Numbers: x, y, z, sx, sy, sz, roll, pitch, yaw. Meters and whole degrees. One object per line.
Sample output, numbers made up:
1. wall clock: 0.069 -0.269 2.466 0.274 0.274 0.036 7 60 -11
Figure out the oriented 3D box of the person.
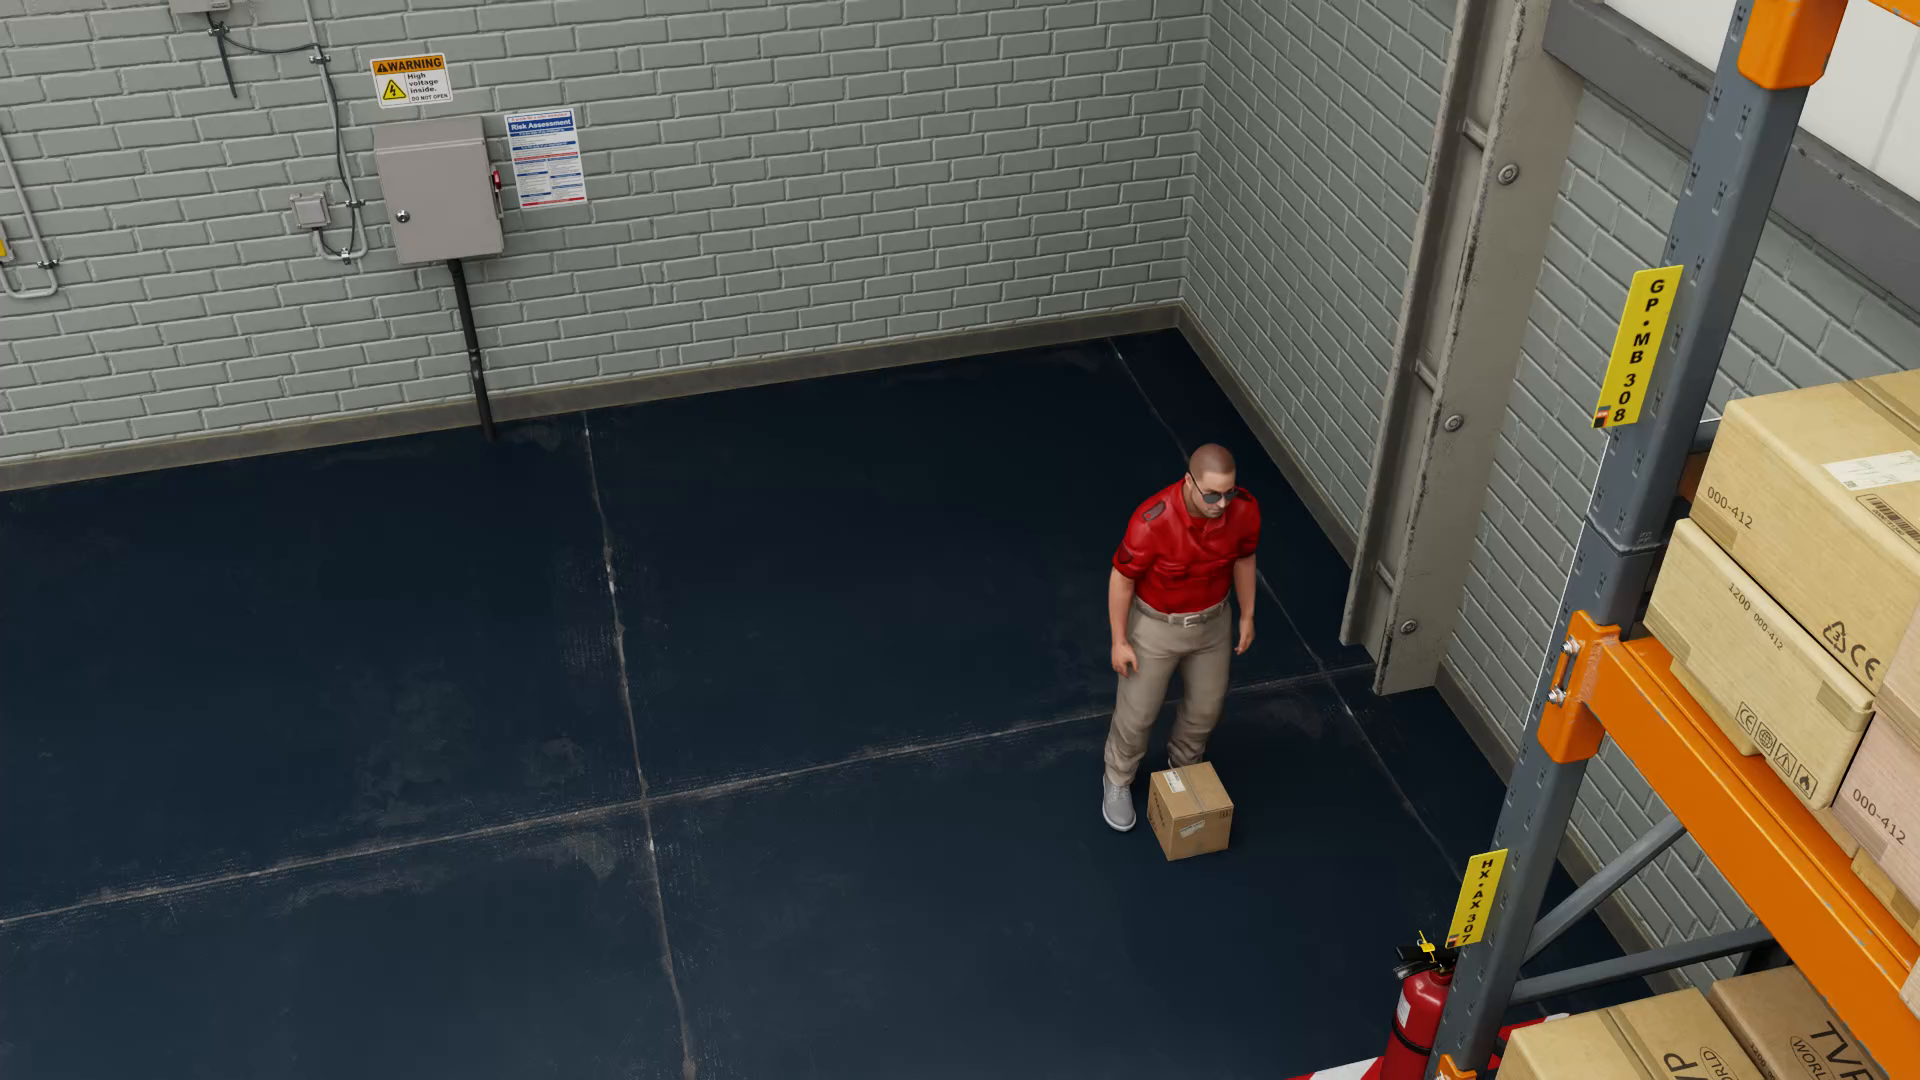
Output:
1. person: 0.837 0.335 6.296 0.597 1.727 0.384 -10 39 -13
